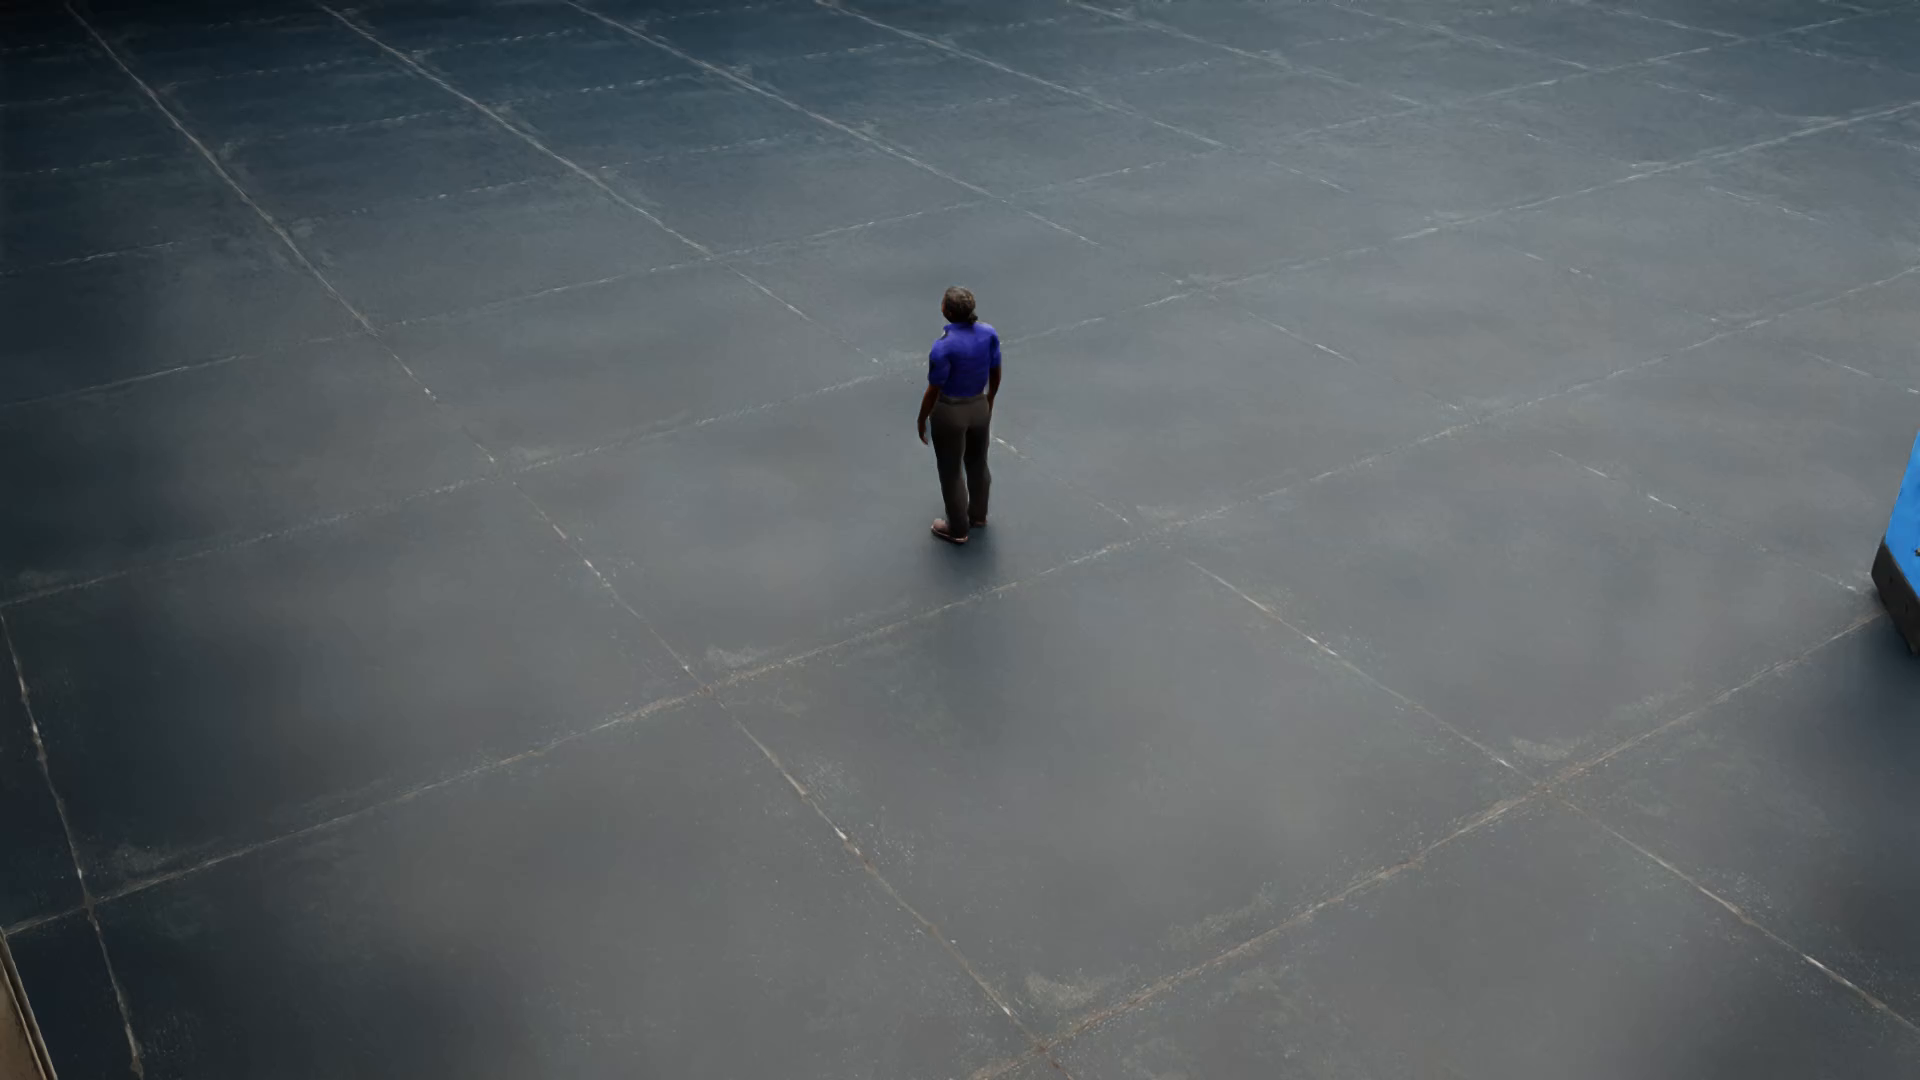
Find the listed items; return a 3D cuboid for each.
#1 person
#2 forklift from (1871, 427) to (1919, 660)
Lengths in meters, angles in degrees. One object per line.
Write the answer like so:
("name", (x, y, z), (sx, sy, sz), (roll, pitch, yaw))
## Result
("person", (-0.032, -0.768, 9.830), (0.570, 1.654, 0.503), (-18, 34, -29))
("forklift", (6.692, -0.657, 8.350), (3.031, 2.935, 1.130), (5, 30, 10))
